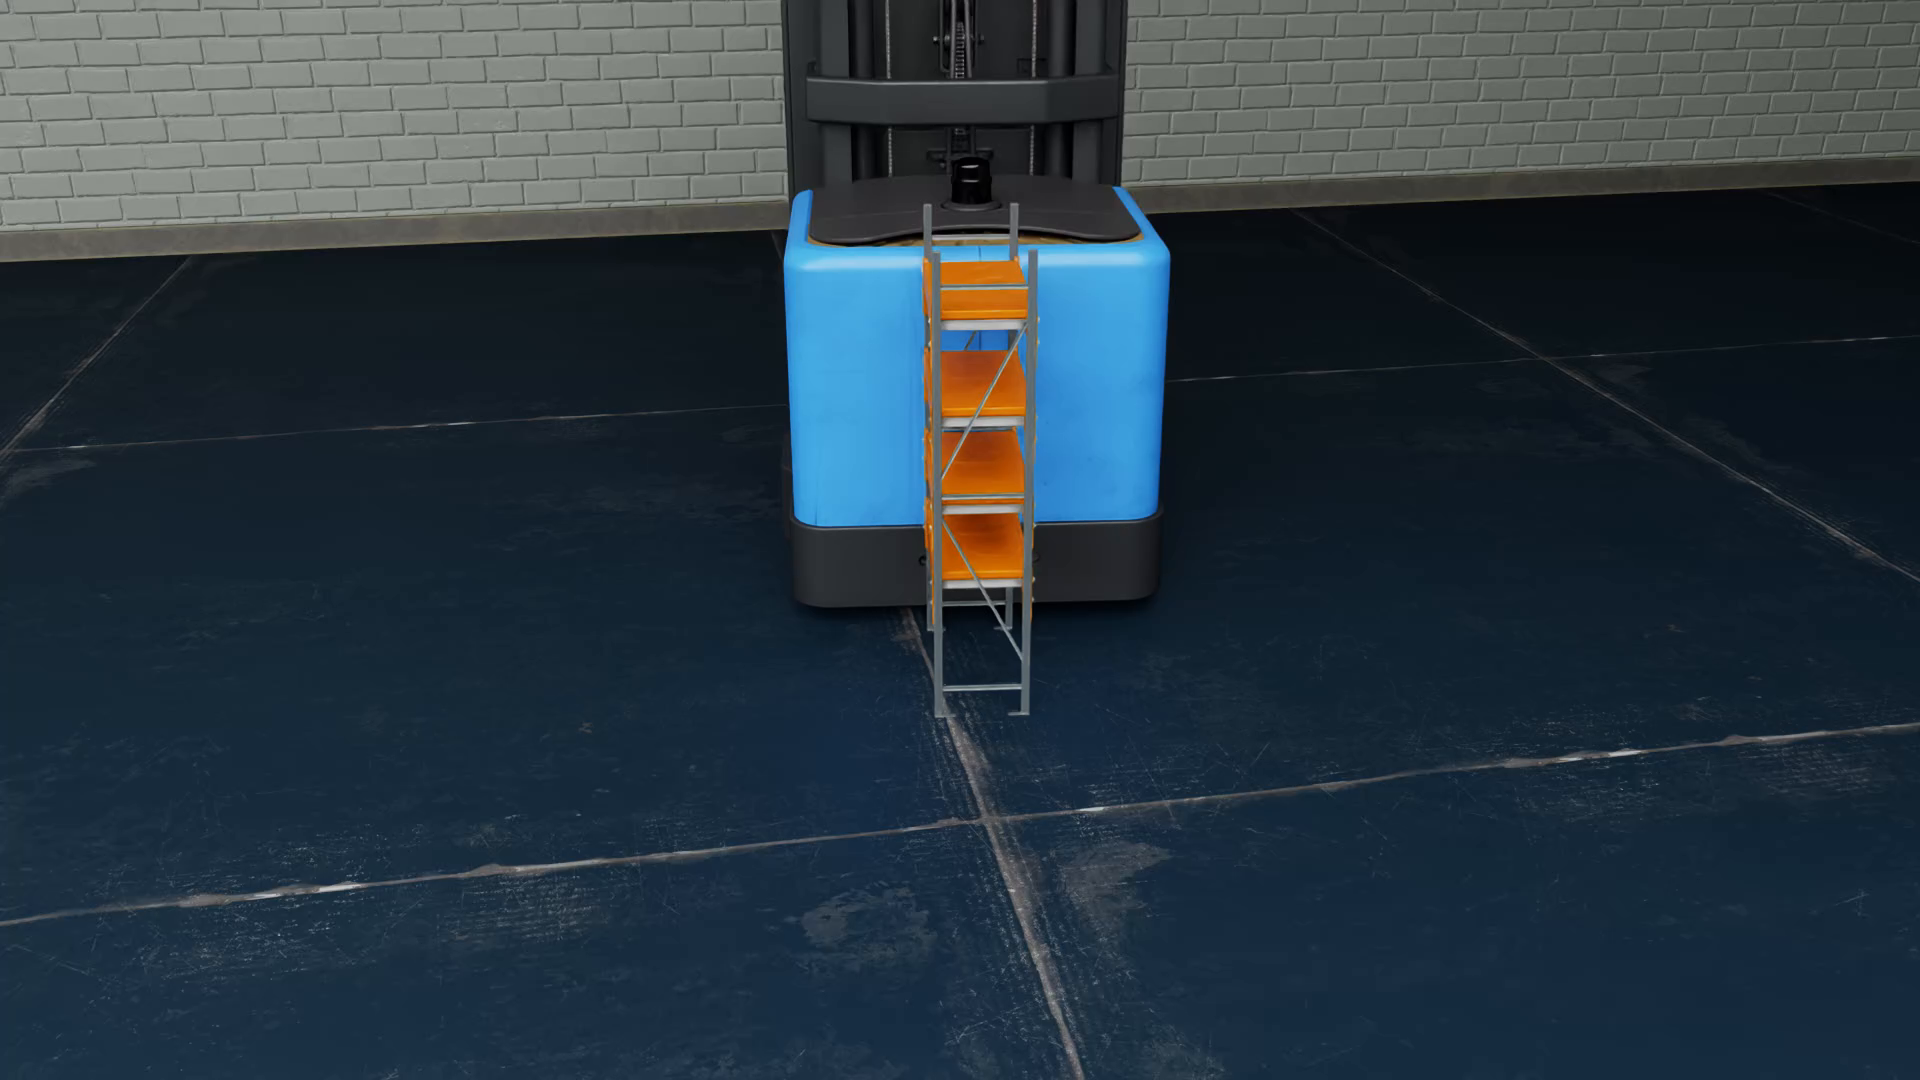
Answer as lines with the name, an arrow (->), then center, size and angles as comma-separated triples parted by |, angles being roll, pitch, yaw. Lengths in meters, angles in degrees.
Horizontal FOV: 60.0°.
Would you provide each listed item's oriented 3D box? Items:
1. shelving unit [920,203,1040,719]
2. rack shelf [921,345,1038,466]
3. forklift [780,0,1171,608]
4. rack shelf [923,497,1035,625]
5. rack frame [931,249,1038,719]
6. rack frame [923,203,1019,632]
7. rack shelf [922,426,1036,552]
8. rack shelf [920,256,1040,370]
shelving unit -> 0.042, -0.199, 4.207 | 0.258, 1.200, 0.503 | -1, 24, -3
rack shelf -> 0.042, -0.343, 4.145 | 0.258, 0.148, 0.480 | -1, 24, -3
forklift -> -0.032, -1.702, 5.485 | 1.130, 2.935, 3.031 | -1, 24, -3
rack shelf -> 0.042, 0.044, 4.314 | 0.258, 0.148, 0.480 | -1, 24, -3
rack frame -> 0.056, -0.102, 3.984 | 0.240, 1.200, 0.015 | -1, 24, -3
rack frame -> 0.028, -0.297, 4.431 | 0.240, 1.200, 0.015 | -1, 24, -3
rack shelf -> 0.042, -0.138, 4.234 | 0.258, 0.148, 0.480 | -1, 24, -3
rack shelf -> 0.042, -0.559, 4.050 | 0.258, 0.148, 0.480 | -1, 24, -3
